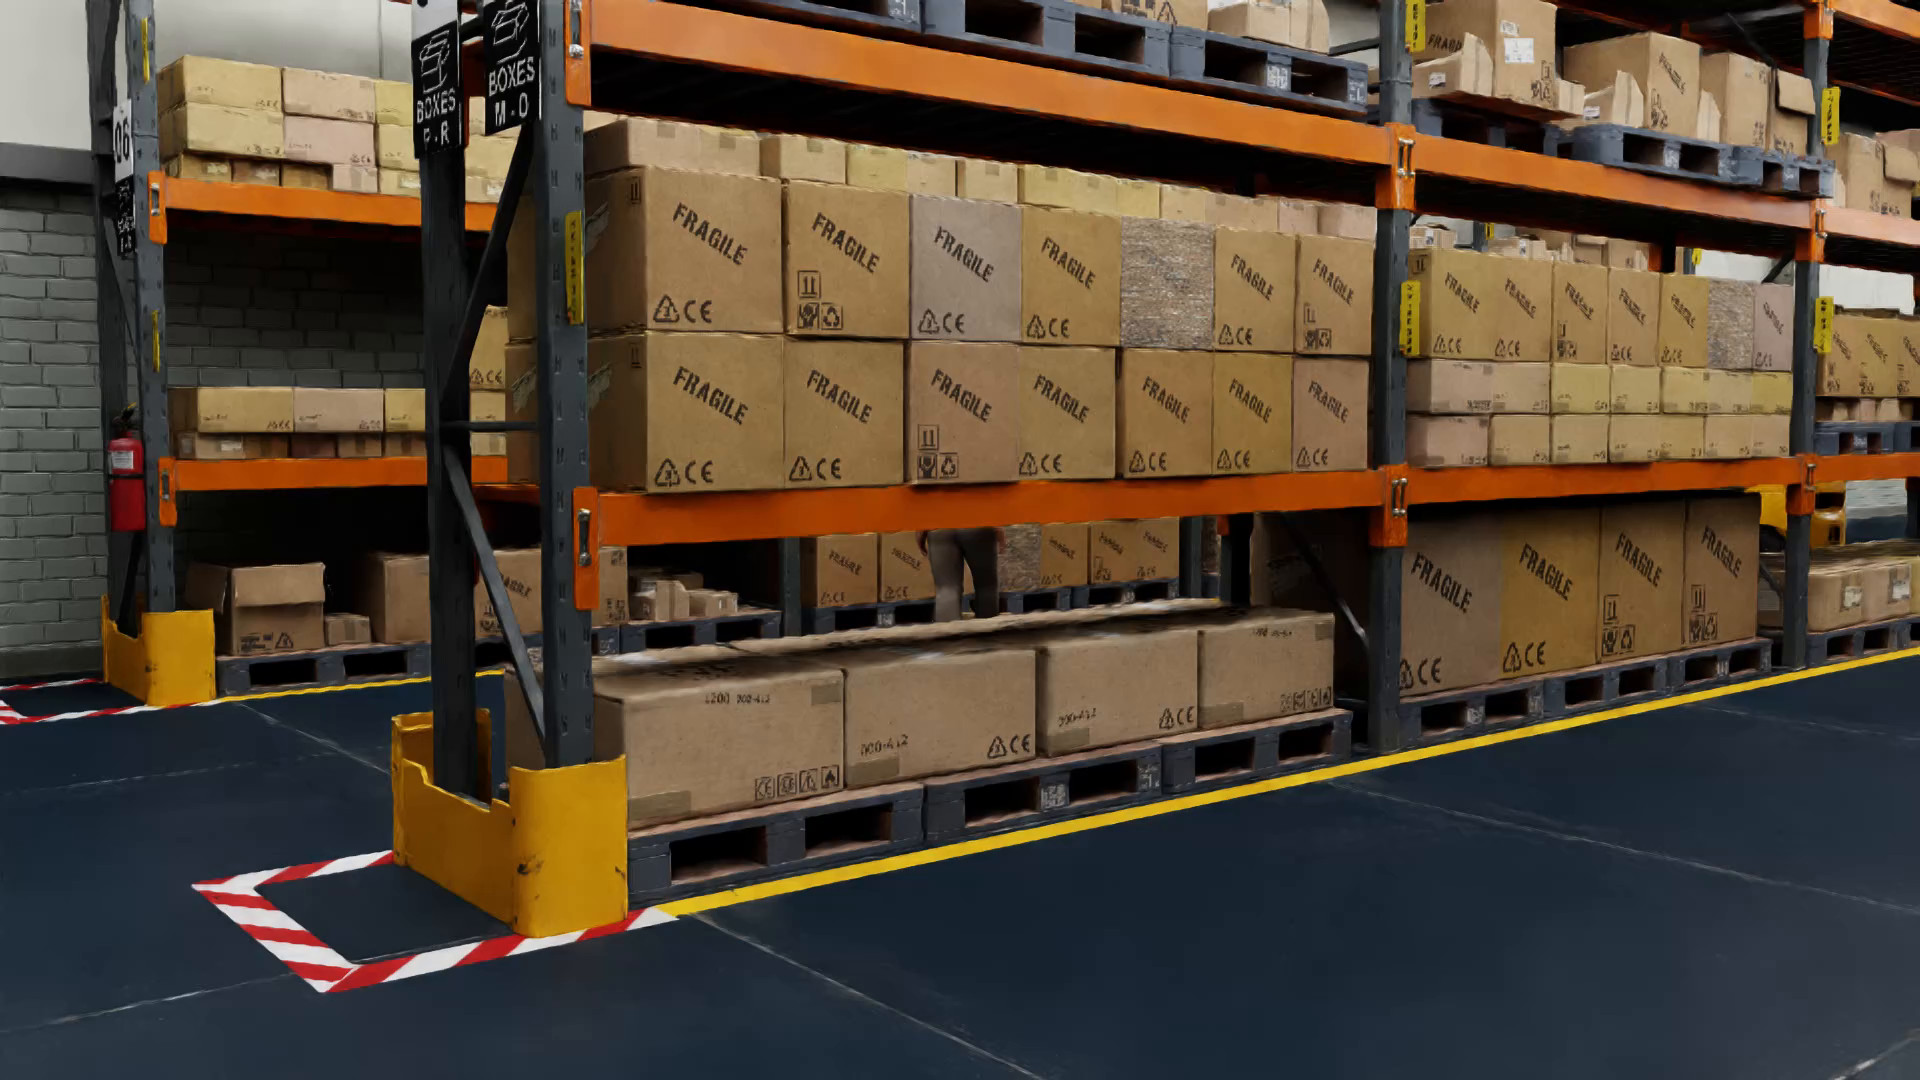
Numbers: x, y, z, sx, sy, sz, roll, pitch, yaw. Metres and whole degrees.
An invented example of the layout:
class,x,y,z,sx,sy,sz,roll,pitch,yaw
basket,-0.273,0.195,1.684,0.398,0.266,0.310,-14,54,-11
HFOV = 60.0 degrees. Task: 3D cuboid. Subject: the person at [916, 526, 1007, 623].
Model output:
class,x,y,z,sx,sy,sz,roll,pitch,yaw
person,0.028,-0.081,10.177,0.582,1.721,0.717,1,4,11
